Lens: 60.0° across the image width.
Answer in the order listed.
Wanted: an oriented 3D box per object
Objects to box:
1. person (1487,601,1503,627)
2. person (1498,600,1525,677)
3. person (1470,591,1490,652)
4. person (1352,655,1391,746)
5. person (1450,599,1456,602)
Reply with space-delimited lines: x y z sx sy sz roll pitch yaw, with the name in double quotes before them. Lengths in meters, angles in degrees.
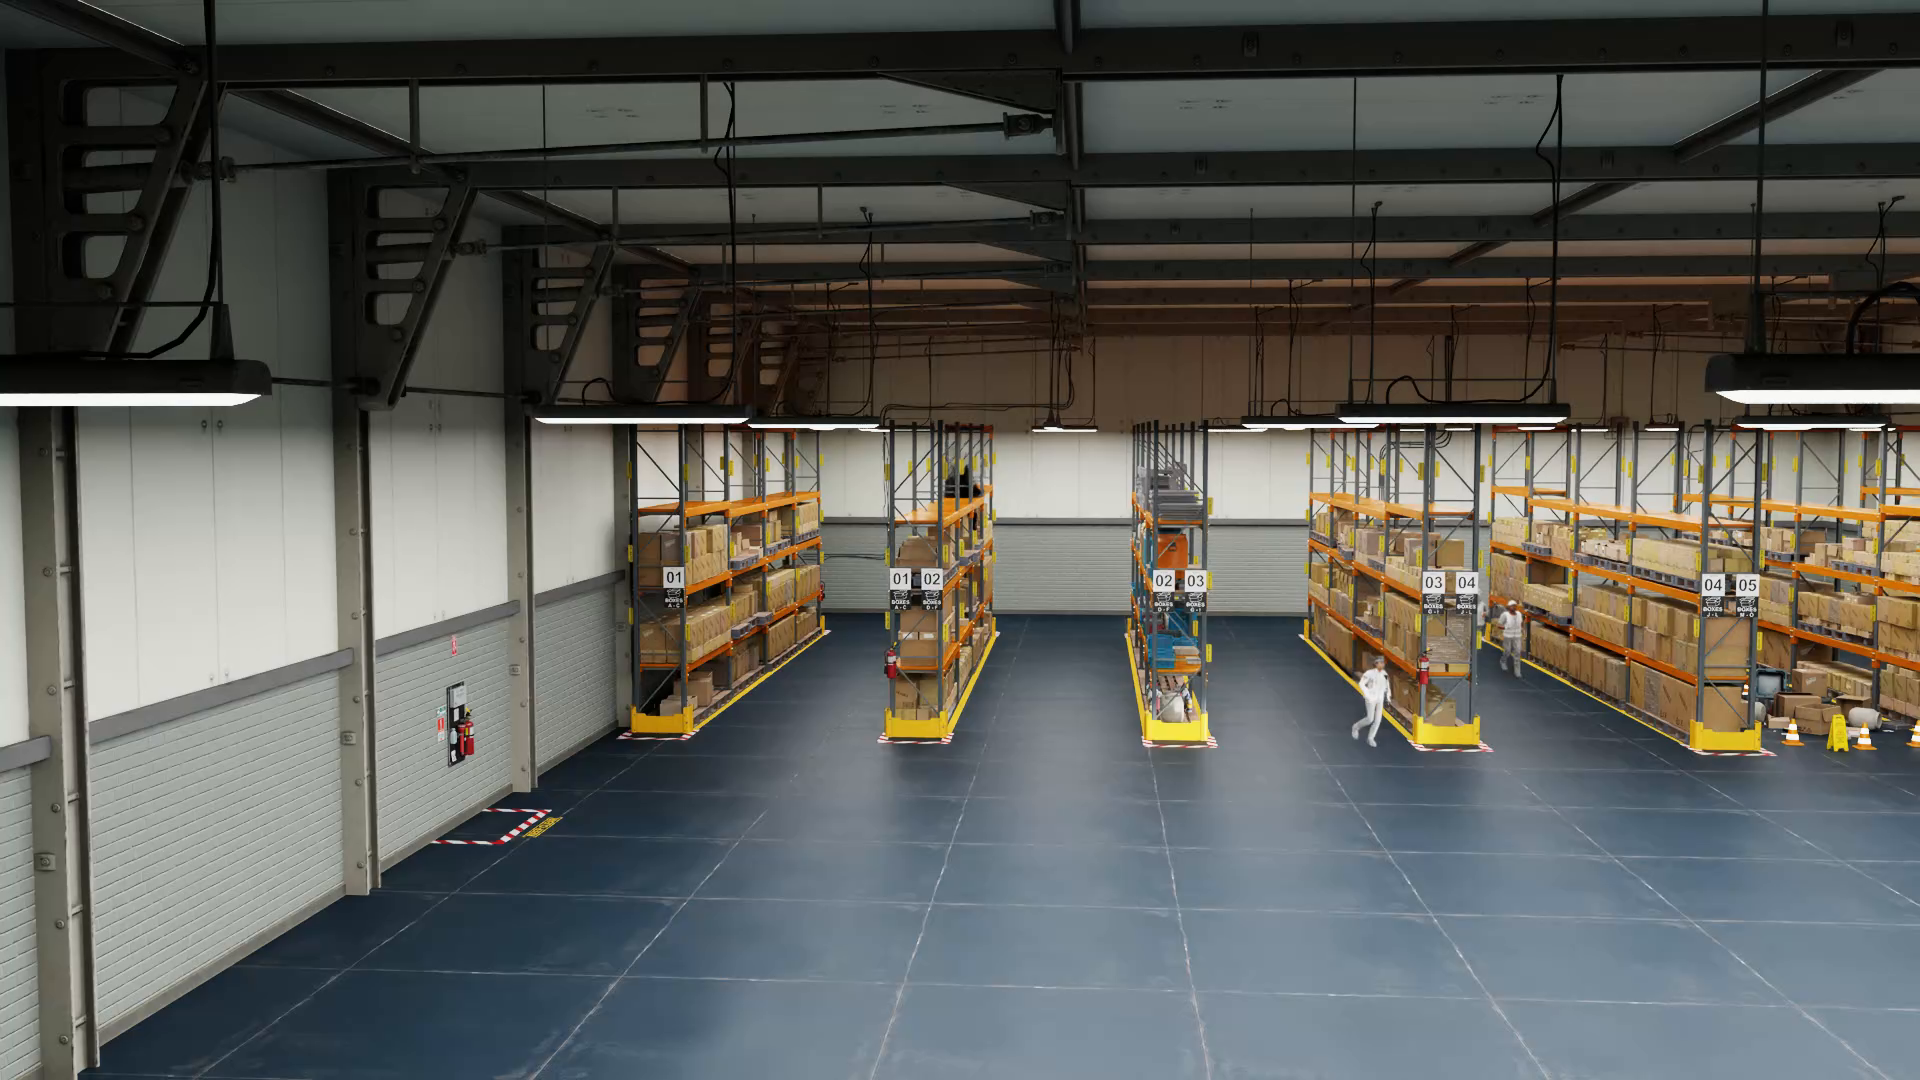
"person" 15.350 1.900 47.586 0.527 1.623 0.658 1 4 12
"person" 13.089 2.315 39.444 0.684 1.782 0.984 0 4 -2
"person" 13.155 2.174 42.344 0.631 1.788 0.704 1 4 8
"person" 7.710 2.953 30.845 0.666 1.651 0.571 -1 4 -22
"person" 13.750 1.903 46.904 0.770 1.729 0.999 4 5 44
